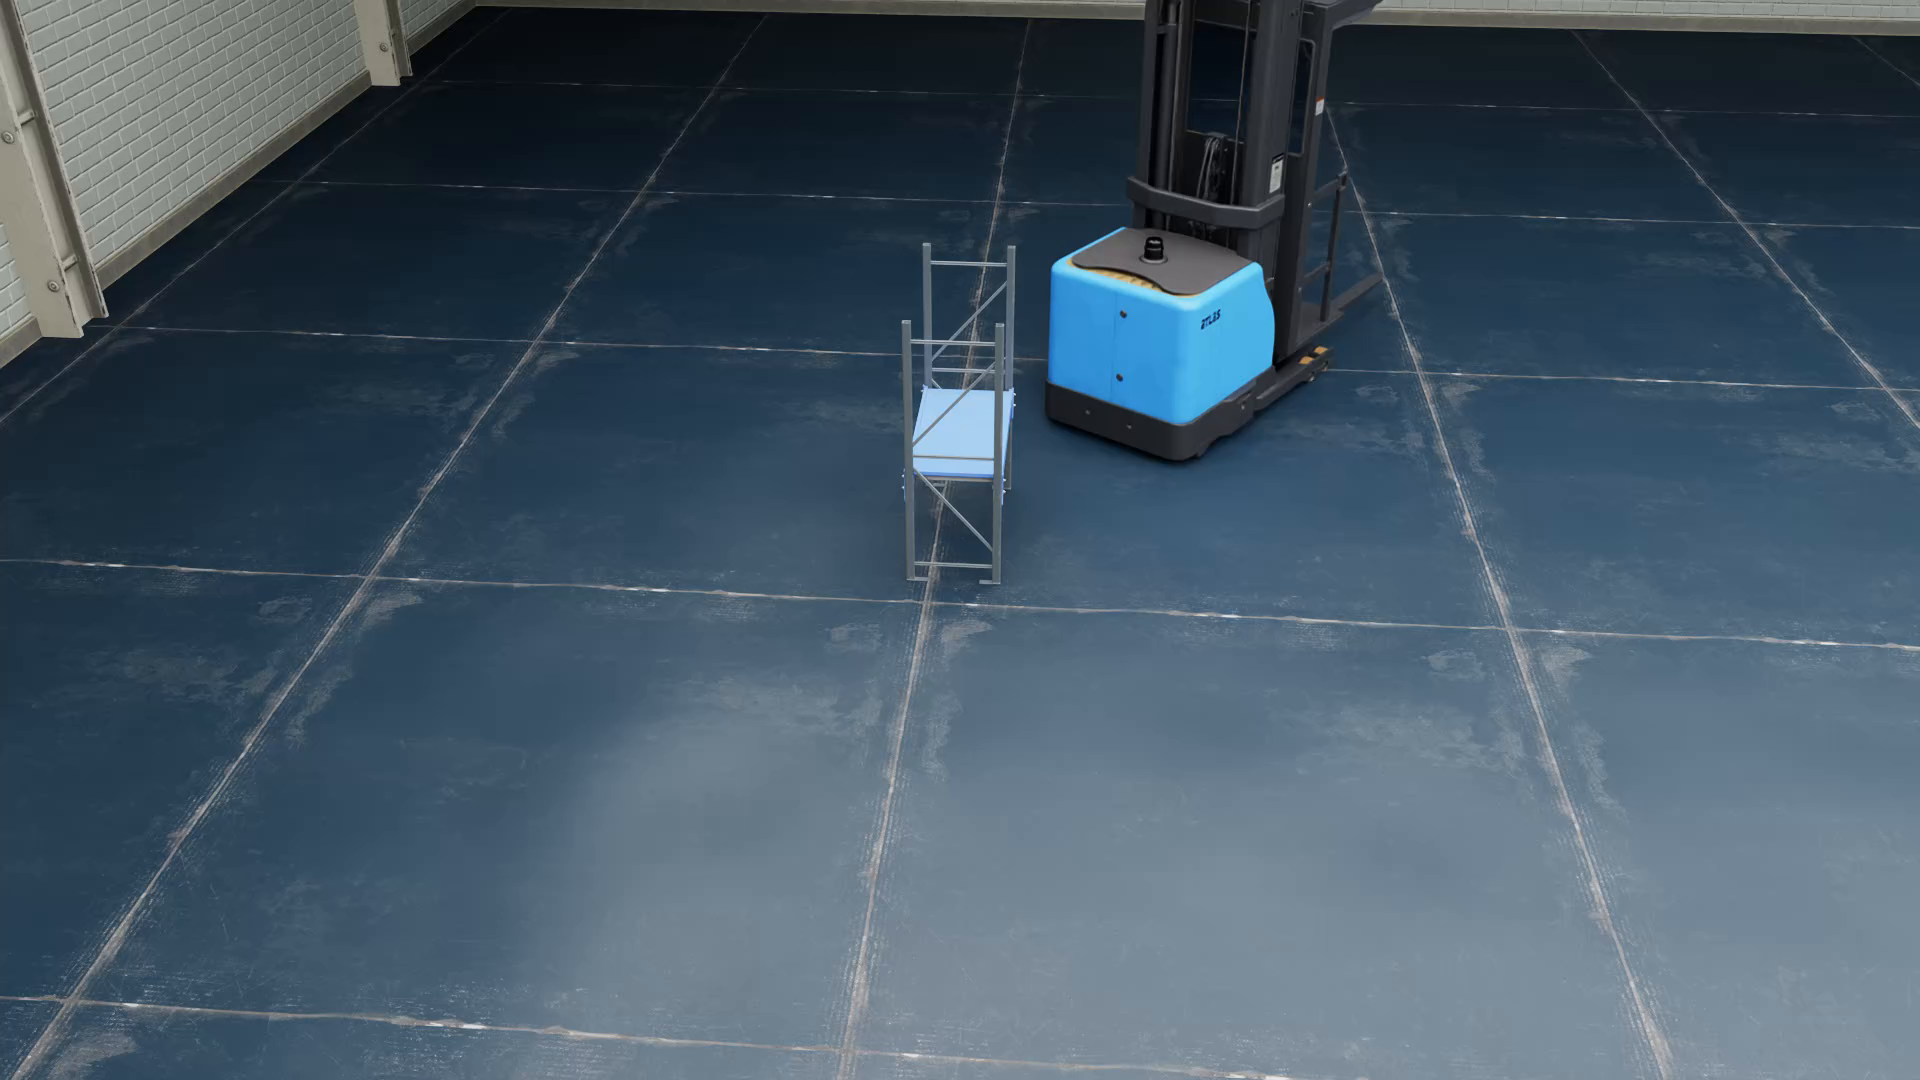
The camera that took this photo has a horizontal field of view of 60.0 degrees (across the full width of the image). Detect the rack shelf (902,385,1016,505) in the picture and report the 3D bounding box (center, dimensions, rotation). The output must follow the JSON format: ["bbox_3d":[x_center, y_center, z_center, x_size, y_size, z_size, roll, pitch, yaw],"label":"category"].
[{"bbox_3d":[0.007,-0.530,9.023,0.538,0.185,1.000,2,32,4],"label":"rack shelf"}]

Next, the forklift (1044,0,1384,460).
[{"bbox_3d":[1.833,-2.430,10.400,1.130,2.935,3.031,22,38,32],"label":"forklift"}]

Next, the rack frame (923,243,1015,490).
[{"bbox_3d":[0.048,-0.949,9.360,0.500,1.500,0.032,2,32,4],"label":"rack frame"}]

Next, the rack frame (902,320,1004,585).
[{"bbox_3d":[-0.034,-0.417,8.498,0.500,1.500,0.032,2,32,4],"label":"rack frame"}]

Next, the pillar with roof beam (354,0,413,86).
[{"bbox_3d":[-1.456,-8.295,14.132,9.100,9.000,0.400,2,32,4],"label":"pillar with roof beam"}]

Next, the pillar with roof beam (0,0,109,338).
[{"bbox_3d":[-1.944,-5.157,9.041,9.100,9.000,0.400,2,32,4],"label":"pillar with roof beam"}]

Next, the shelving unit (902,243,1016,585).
[{"bbox_3d":[0.007,-0.683,8.929,0.538,1.500,1.048,2,32,4],"label":"shelving unit"}]
